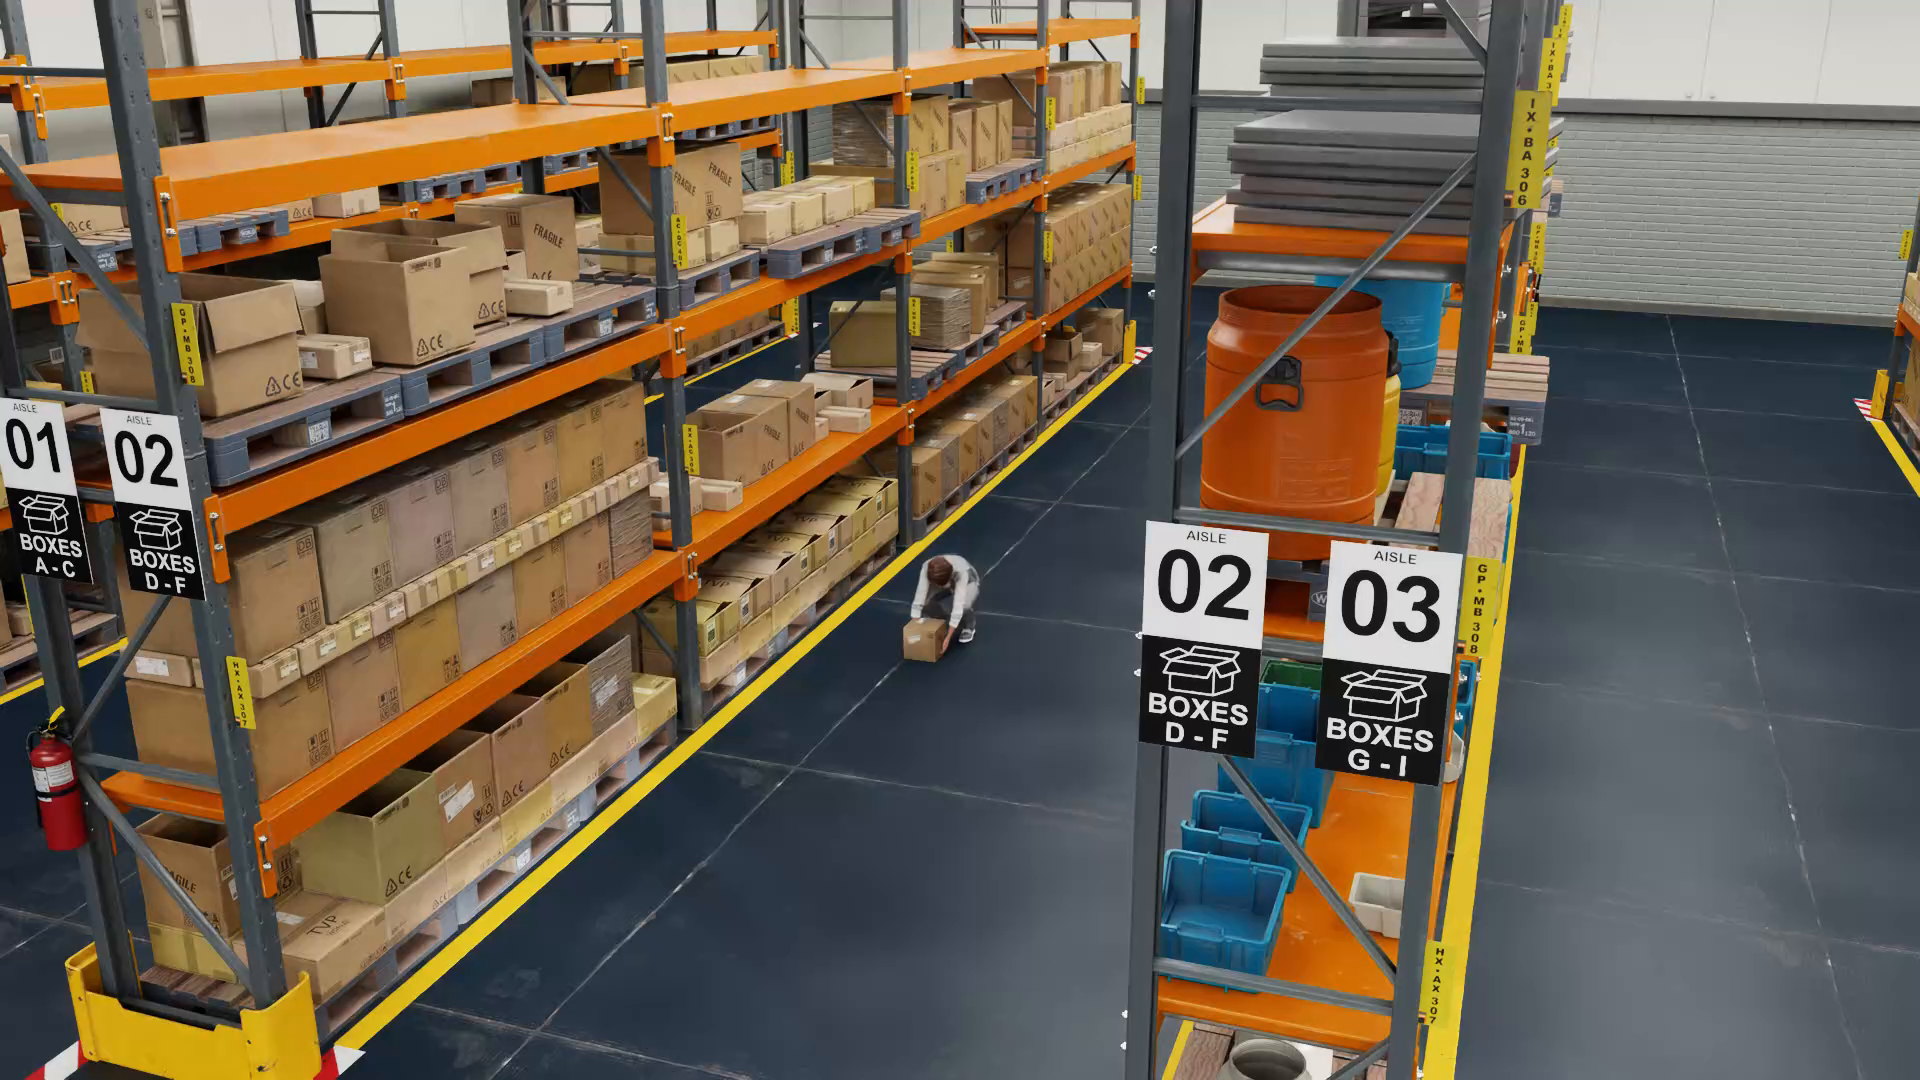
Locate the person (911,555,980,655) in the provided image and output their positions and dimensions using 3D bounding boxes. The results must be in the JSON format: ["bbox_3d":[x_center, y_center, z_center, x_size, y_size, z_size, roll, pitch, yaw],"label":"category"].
[{"bbox_3d":[-0.088,0.413,12.636,0.439,0.784,0.803,7,20,19],"label":"person"}]
